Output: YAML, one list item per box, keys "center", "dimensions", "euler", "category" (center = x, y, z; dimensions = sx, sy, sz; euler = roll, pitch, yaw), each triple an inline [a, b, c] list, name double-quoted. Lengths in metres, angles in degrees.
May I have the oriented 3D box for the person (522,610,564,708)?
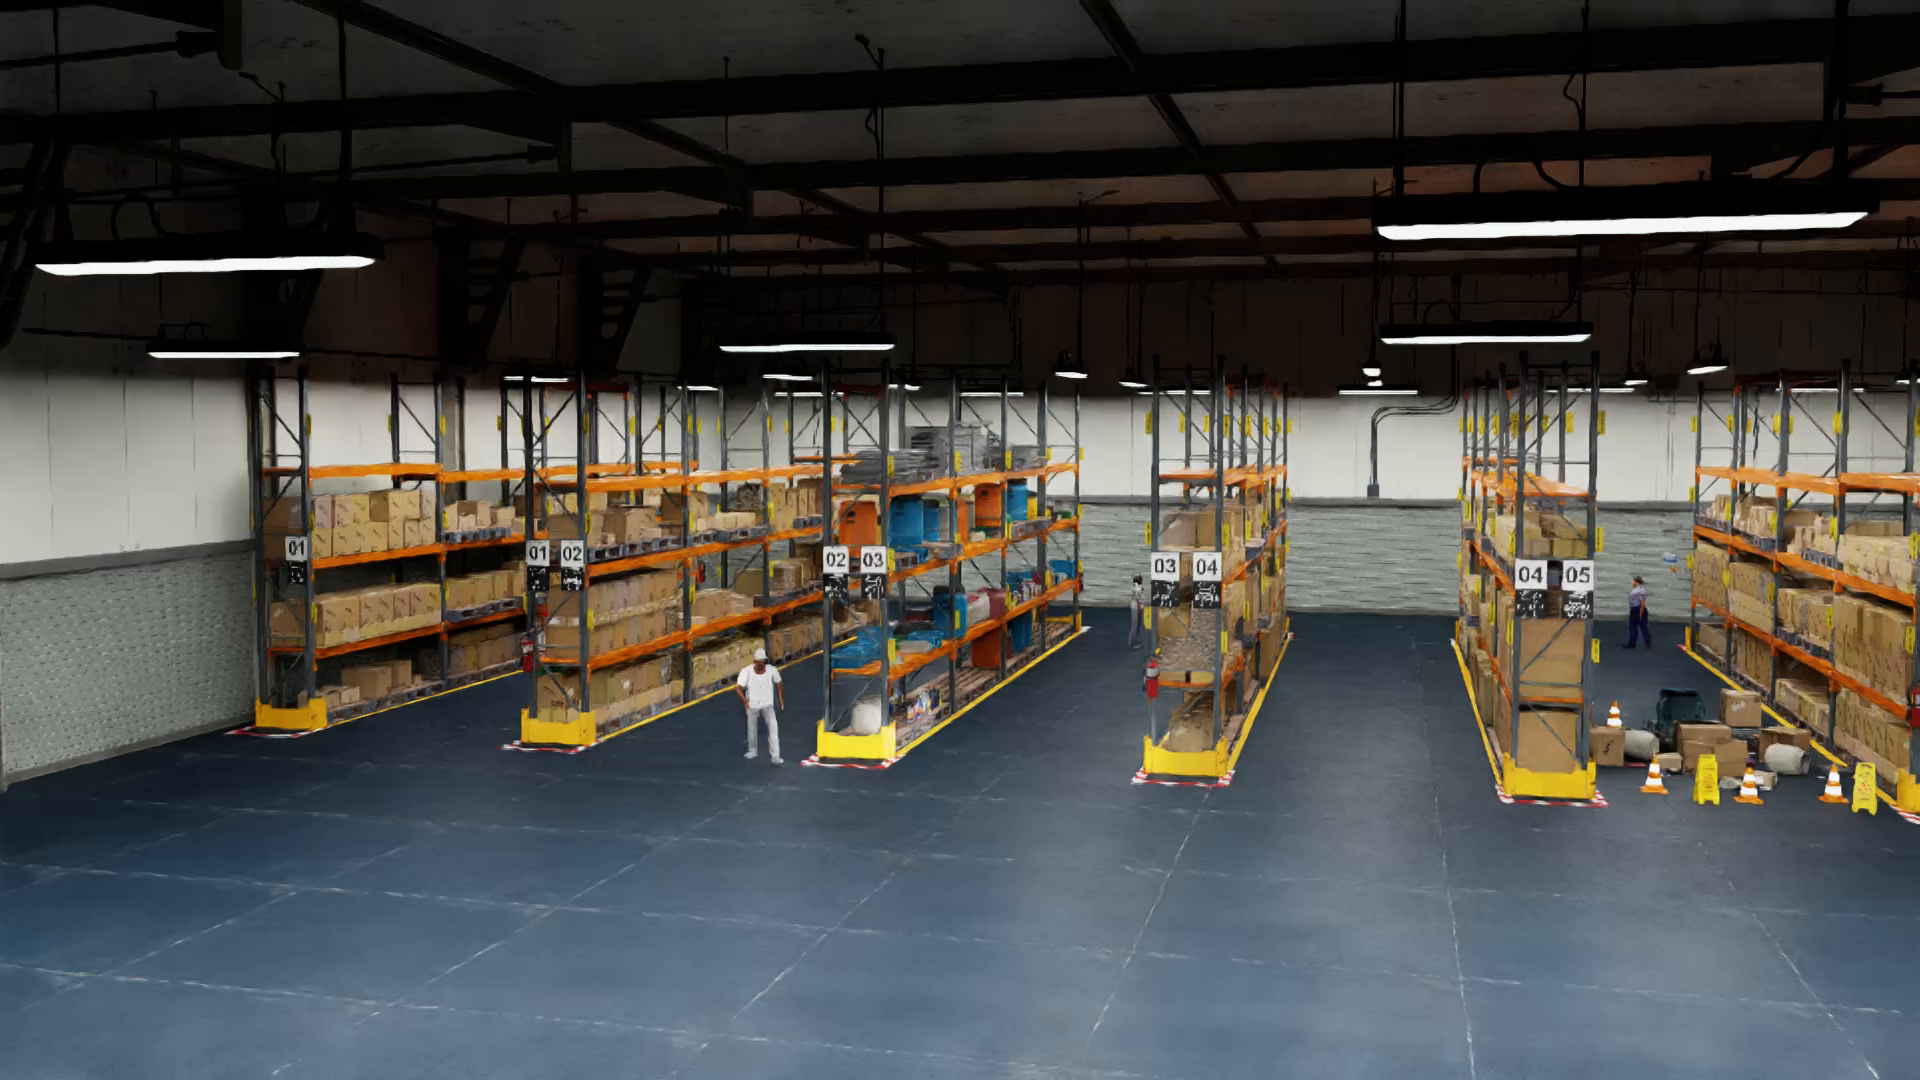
- center: [-7.287, 2.101, 29.374]
  dimensions: [0.533, 1.728, 1.036]
  euler: [2, 4, 23]
  category: "person"

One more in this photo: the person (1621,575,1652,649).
- center: [15.208, 1.619, 37.253]
  dimensions: [0.534, 1.646, 0.606]
  euler: [0, 4, -1]
  category: "person"

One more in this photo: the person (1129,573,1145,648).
- center: [3.986, 1.569, 37.417]
  dimensions: [0.373, 1.679, 0.588]
  euler: [0, 4, -2]
  category: "person"

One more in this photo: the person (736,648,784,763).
- center: [-2.963, 2.440, 24.706]
  dimensions: [0.713, 1.698, 0.809]
  euler: [0, 4, -4]
  category: "person"
